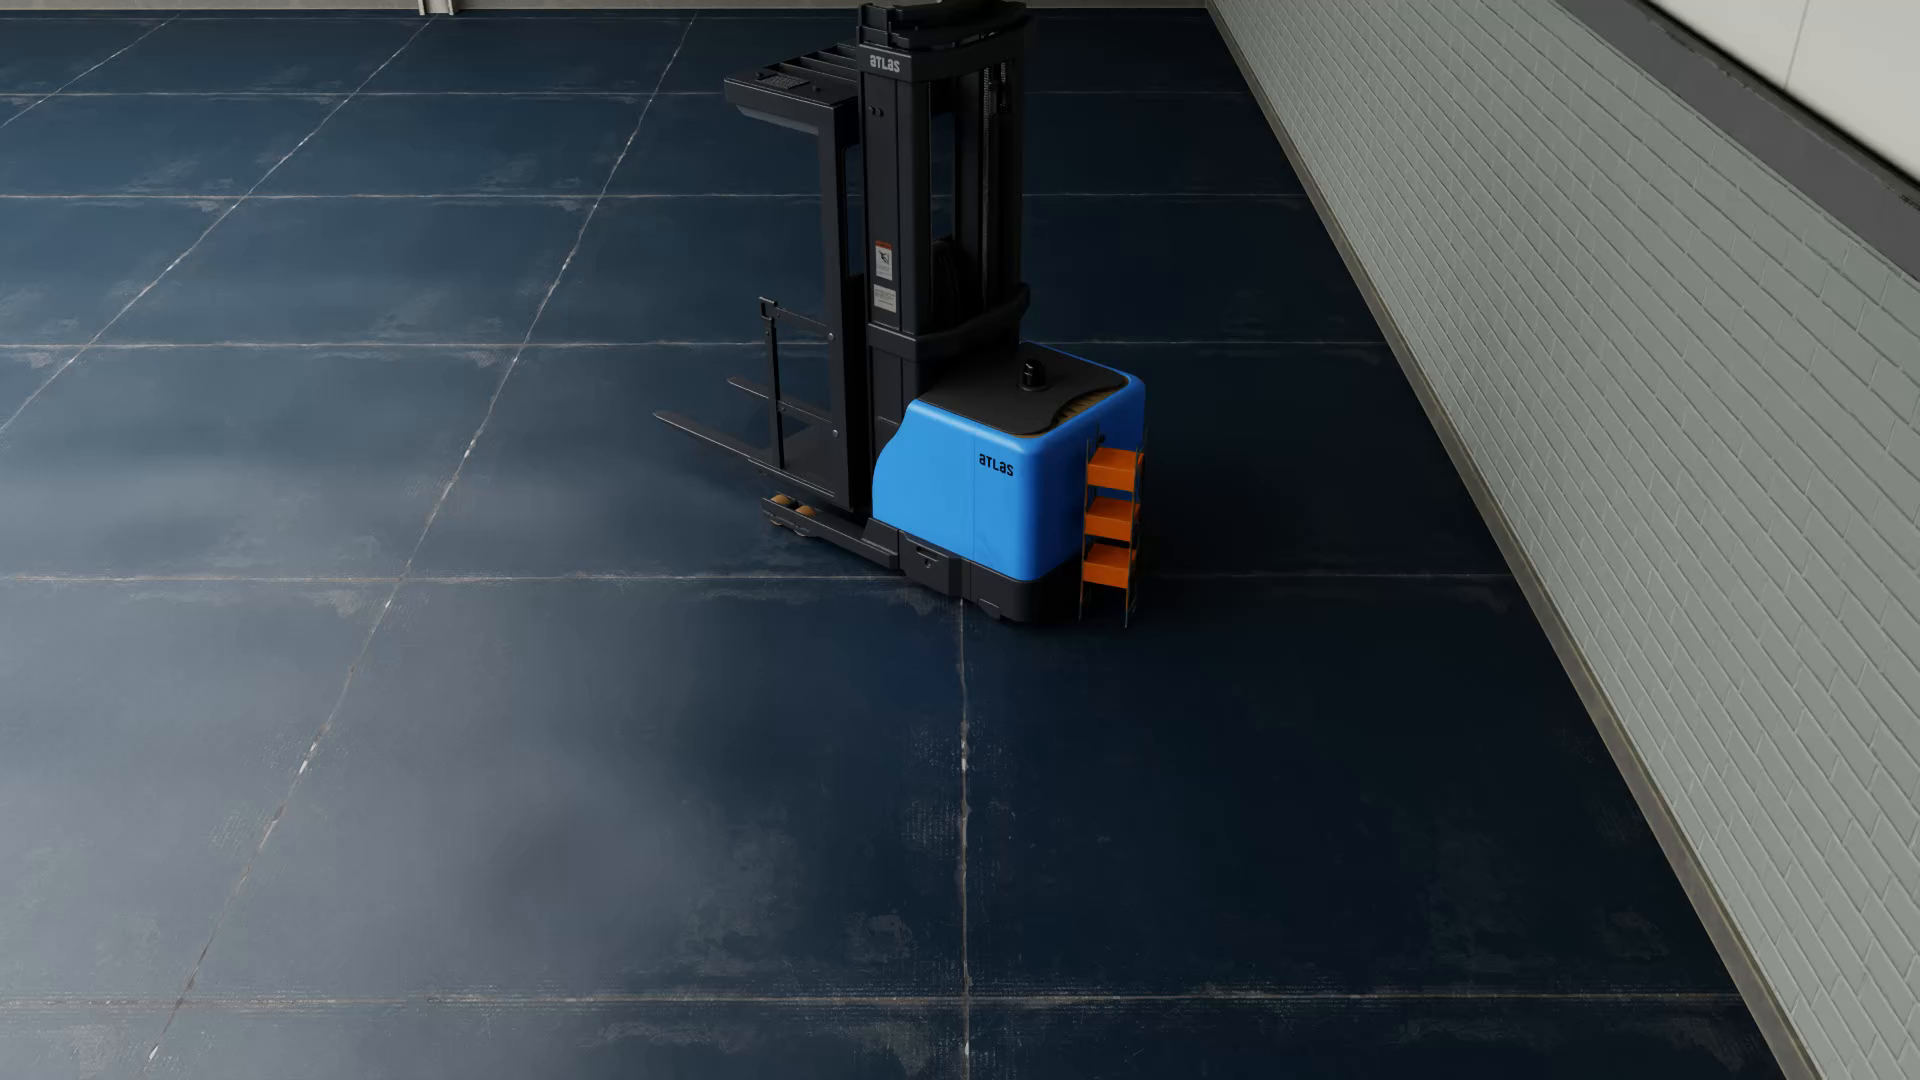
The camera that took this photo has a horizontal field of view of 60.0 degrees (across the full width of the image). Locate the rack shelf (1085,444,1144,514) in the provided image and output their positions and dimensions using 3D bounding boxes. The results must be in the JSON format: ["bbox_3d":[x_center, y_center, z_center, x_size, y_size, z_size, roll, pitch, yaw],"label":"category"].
[{"bbox_3d":[0.767,-0.302,8.210,0.240,0.259,0.215,10,33,16],"label":"rack shelf"}]

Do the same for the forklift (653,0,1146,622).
[{"bbox_3d":[-0.486,-1.462,8.834,3.031,2.935,1.130,23,38,33],"label":"forklift"}]

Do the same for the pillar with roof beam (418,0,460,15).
[{"bbox_3d":[-6.043,-7.787,13.409,0.400,9.000,9.100,0,31,0],"label":"pillar with roof beam"}]

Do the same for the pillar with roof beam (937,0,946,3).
[{"bbox_3d":[-0.044,-7.806,13.440,0.400,9.000,9.100,0,31,0],"label":"pillar with roof beam"}]

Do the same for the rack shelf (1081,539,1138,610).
[{"bbox_3d":[0.767,0.178,8.501,0.240,0.259,0.215,10,33,16],"label":"rack shelf"}]

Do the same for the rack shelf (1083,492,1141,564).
[{"bbox_3d":[0.767,-0.060,8.357,0.240,0.259,0.215,10,33,16],"label":"rack shelf"}]

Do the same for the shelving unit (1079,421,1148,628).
[{"bbox_3d":[0.767,-0.069,8.351,0.252,1.050,0.215,10,33,16],"label":"shelving unit"}]

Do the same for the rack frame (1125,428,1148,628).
[{"bbox_3d":[0.882,-0.048,8.317,0.008,1.050,0.200,10,33,16],"label":"rack frame"}]

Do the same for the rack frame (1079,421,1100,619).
[{"bbox_3d":[0.652,-0.090,8.386,0.008,1.050,0.200,10,33,16],"label":"rack frame"}]
